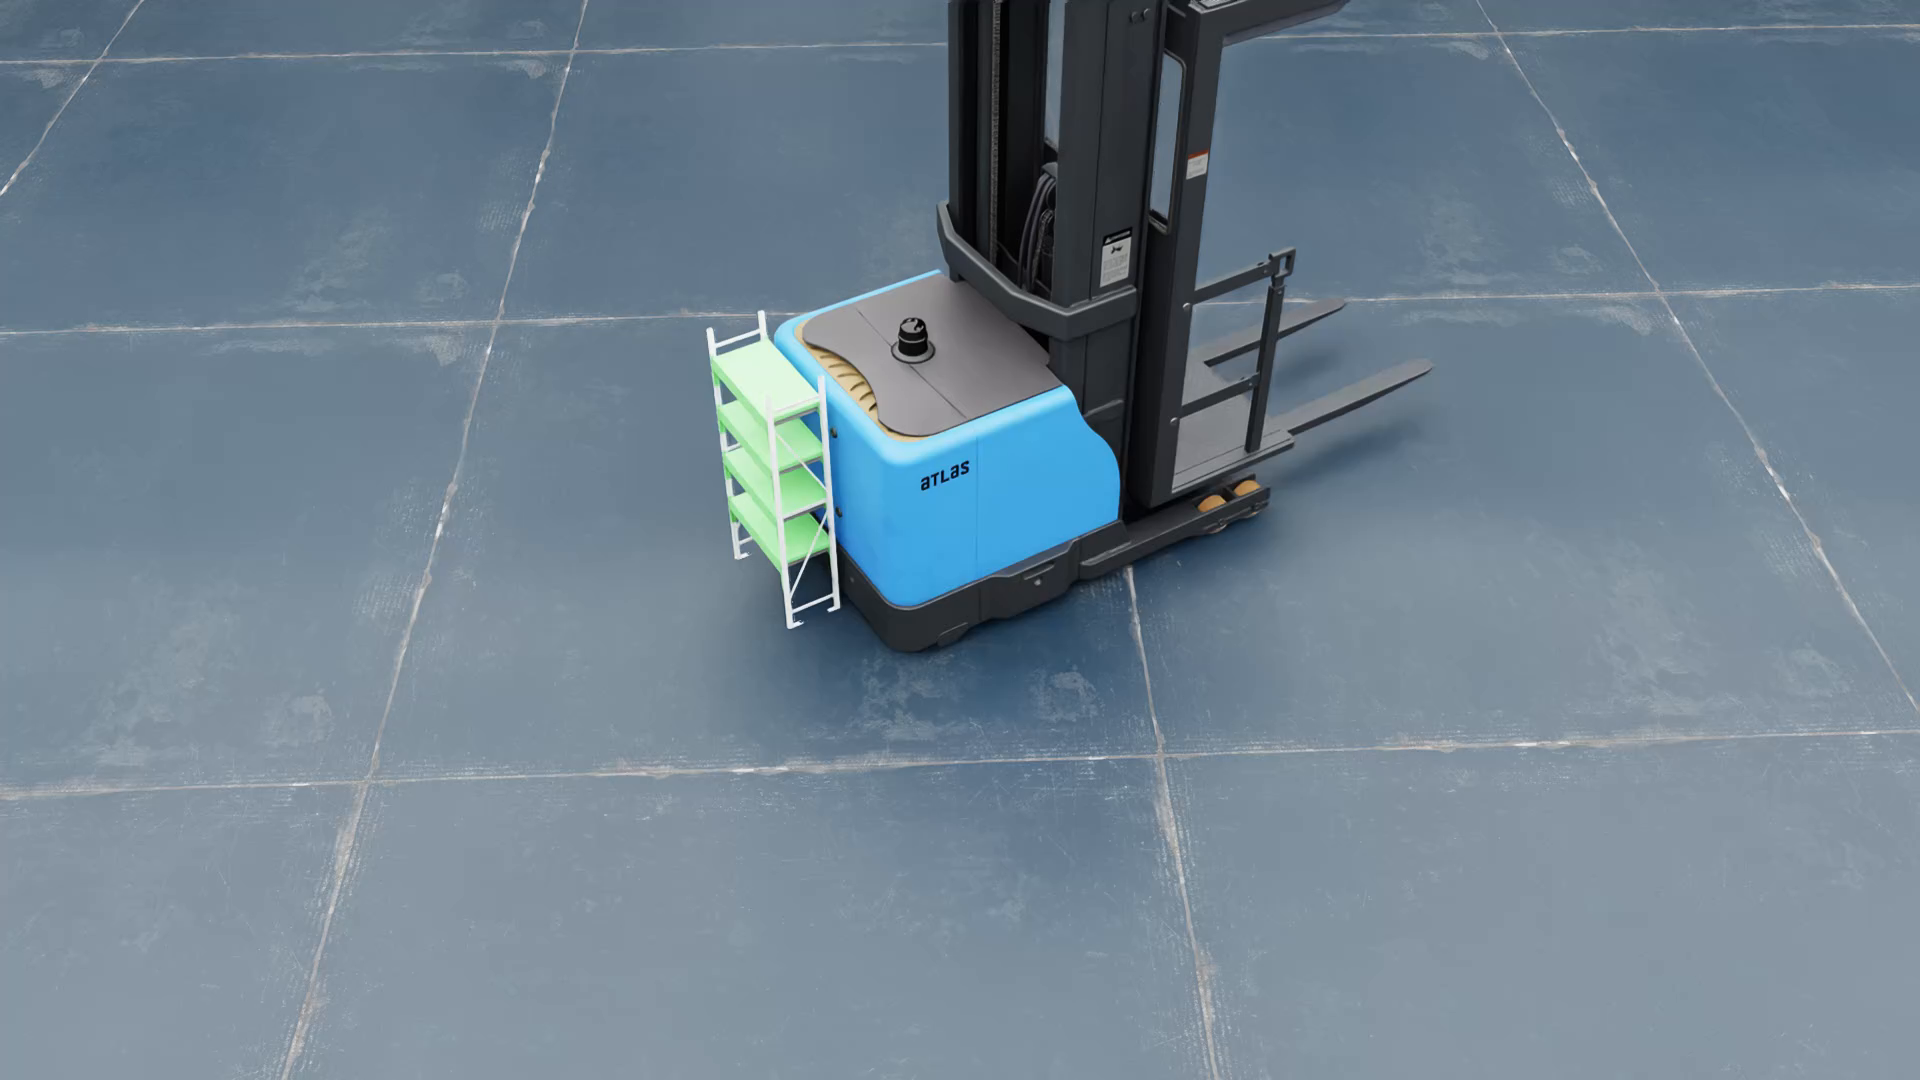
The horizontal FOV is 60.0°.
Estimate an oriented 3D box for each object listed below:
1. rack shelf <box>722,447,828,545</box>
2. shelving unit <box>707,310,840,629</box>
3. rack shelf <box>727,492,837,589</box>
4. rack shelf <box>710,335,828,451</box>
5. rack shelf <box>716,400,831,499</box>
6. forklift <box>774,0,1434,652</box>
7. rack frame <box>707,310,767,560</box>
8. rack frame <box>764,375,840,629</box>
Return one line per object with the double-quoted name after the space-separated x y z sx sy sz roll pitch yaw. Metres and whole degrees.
-0.734 -0.214 6.690 0.258 0.148 0.480 -23 47 -23 "rack shelf"
-0.734 -0.261 6.647 0.258 1.200 0.503 -23 47 -23 "shelving unit"
-0.734 -0.037 6.852 0.258 0.148 0.480 -23 47 -23 "rack shelf"
-0.734 -0.567 6.365 0.258 0.148 0.480 -23 47 -23 "rack shelf"
-0.734 -0.391 6.528 0.258 0.148 0.480 -23 47 -23 "rack shelf"
0.769 -1.392 6.600 3.031 2.935 1.130 -23 47 -23 "forklift"
-0.863 -0.401 6.799 0.240 1.200 0.015 -23 47 -23 "rack frame"
-0.606 -0.121 6.494 0.240 1.200 0.015 -23 47 -23 "rack frame"
